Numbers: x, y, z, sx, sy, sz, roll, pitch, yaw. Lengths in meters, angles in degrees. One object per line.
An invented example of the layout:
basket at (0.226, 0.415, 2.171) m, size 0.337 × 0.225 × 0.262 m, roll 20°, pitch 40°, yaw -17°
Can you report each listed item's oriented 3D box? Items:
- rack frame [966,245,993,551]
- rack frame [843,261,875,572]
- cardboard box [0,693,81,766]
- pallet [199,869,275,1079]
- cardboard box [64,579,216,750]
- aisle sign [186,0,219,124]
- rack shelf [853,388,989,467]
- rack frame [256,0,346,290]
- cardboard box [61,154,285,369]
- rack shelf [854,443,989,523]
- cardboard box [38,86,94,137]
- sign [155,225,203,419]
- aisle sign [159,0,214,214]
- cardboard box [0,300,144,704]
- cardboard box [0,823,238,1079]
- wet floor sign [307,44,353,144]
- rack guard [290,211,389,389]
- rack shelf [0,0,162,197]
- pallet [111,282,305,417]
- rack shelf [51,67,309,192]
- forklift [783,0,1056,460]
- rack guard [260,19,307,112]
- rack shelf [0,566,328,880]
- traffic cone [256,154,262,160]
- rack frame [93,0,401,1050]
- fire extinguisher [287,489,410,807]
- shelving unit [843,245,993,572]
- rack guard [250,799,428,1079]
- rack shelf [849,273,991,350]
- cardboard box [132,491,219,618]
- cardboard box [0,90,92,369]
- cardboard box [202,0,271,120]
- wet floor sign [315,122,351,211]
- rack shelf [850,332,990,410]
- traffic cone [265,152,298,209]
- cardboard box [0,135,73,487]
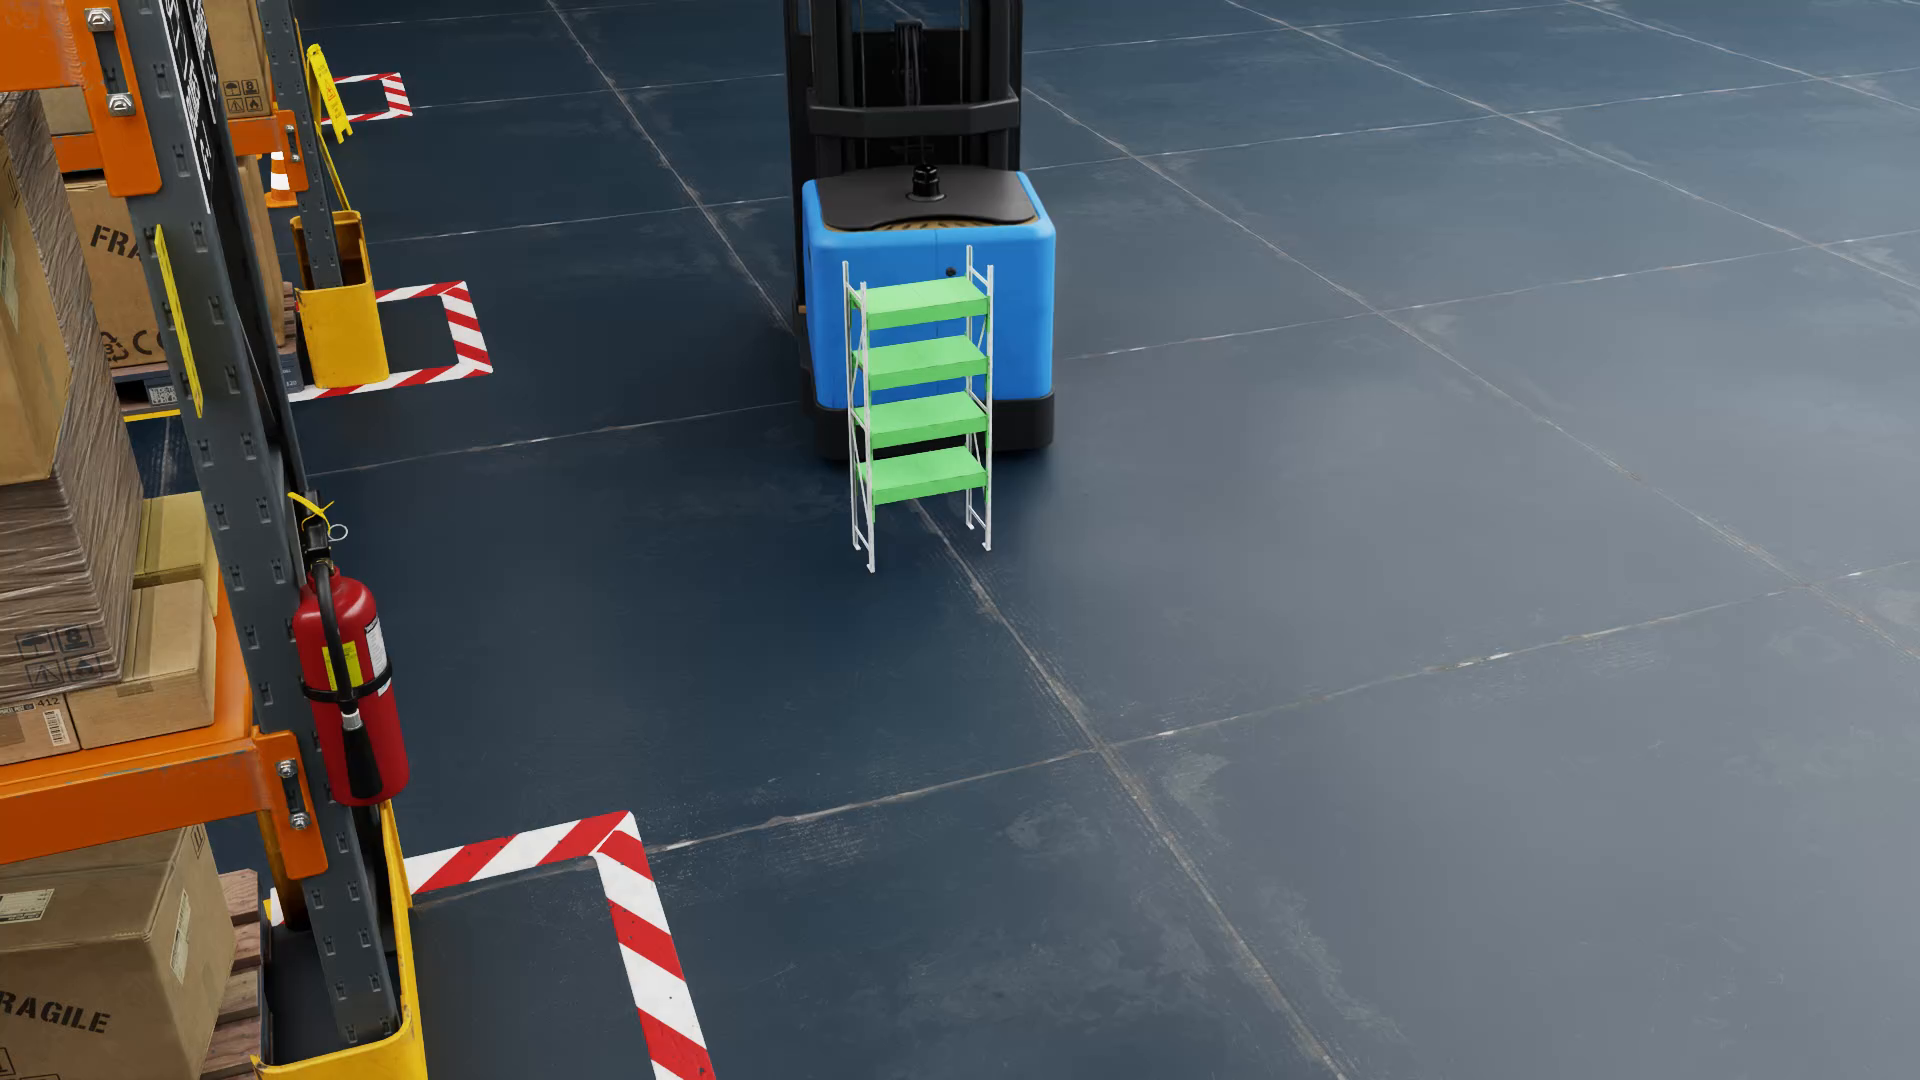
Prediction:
rack frame at (0.074, -0.535, 6.477) m, size 0.015 × 1.200 × 0.240 m, roll -10°, pitch 31°, yaw -18°
rack frame at (-0.384, -0.451, 6.329) m, size 0.015 × 1.200 × 0.240 m, roll -10°, pitch 31°, yaw -18°
cardboard box at (-1.962, 0.299, 3.449) m, size 0.250 × 0.149 × 0.380 m, roll -10°, pitch 31°, yaw -18°
pallet at (-2.378, 1.350, 4.167) m, size 1.213 × 0.211 × 1.003 m, roll -10°, pitch 31°, yaw -18°
cardboard box at (-1.728, 0.256, 3.525) m, size 0.250 × 0.149 × 0.380 m, roll -10°, pitch 31°, yaw -18°
aisle sign at (-1.579, -1.278, 3.336) m, size 0.004 × 0.787 × 0.394 m, roll -10°, pitch 31°, yaw -18°
rack shelf at (-0.155, -0.437, 6.434) m, size 0.480 × 0.148 × 0.258 m, roll -10°, pitch 31°, yaw -18°
rack frame at (-3.167, -2.317, 7.787) m, size 0.127 × 3.000 × 1.000 m, roll -10°, pitch 31°, yaw -18°
cardboard box at (-3.780, -1.428, 7.949) m, size 0.875 × 0.875 × 0.875 m, roll -10°, pitch 31°, yaw -17°
rack shelf at (-0.155, -0.229, 6.553) m, size 0.480 × 0.148 × 0.258 m, roll -10°, pitch 31°, yaw -18°
cardboard box at (-4.007, -2.192, 7.416) m, size 0.550 × 0.550 × 0.875 m, roll -10°, pitch 31°, yaw -18°
sign at (-1.358, -0.378, 2.894) m, size 0.005 × 0.325 × 0.100 m, roll -10°, pitch 31°, yaw -18°
aisle sign at (-1.370, -0.999, 2.848) m, size 0.004 × 0.787 × 0.394 m, roll -10°, pitch 31°, yaw -18°
cardboard box at (-2.058, -0.089, 3.474) m, size 0.500 × 0.500 × 0.875 m, roll -10°, pitch 31°, yaw -18°
cardboard box at (-2.124, 1.005, 4.056) m, size 0.500 × 0.500 × 0.500 m, roll -5°, pitch 30°, yaw -8°
wet floor sign at (-4.437, -3.109, 11.556) m, size 0.232 × 0.644 × 0.267 m, roll 0°, pitch 30°, yaw 0°
rack guard at (-3.145, -1.235, 8.413) m, size 0.348 × 0.500 × 1.175 m, roll -10°, pitch 31°, yaw -18°
rack shelf at (-3.407, -0.644, 2.546) m, size 4.000 × 0.370 × 1.077 m, roll -10°, pitch 31°, yaw -18°
pallet at (-3.890, -0.931, 8.171) m, size 1.213 × 0.211 × 1.003 m, roll -10°, pitch 31°, yaw -18°
rack shelf at (-5.042, -1.659, 7.359) m, size 4.000 × 0.370 × 1.077 m, roll -10°, pitch 31°, yaw -18°
forklift at (-0.290, -2.327, 7.873) m, size 1.130 × 2.935 × 3.031 m, roll -4°, pitch 30°, yaw -7°
rack guard at (-5.059, -3.497, 12.383) m, size 0.348 × 0.500 × 1.175 m, roll -10°, pitch 31°, yaw -18°
rack shelf at (-3.407, 0.660, 3.289) m, size 4.000 × 0.370 × 1.077 m, roll -10°, pitch 31°, yaw -18°
traffic cone at (-4.941, -2.821, 11.234) m, size 0.334 × 0.463 × 0.336 m, roll -10°, pitch 31°, yaw -18°
rack frame at (-1.533, 0.002, 3.717) m, size 0.127 × 3.000 × 1.000 m, roll -10°, pitch 31°, yaw -18°
fire extinguisher at (-1.265, 0.229, 3.395) m, size 0.183 × 0.674 × 0.296 m, roll -10°, pitch 31°, yaw -18°
shelving unit at (-0.155, -0.493, 6.403) m, size 0.503 × 1.200 × 0.258 m, roll -10°, pitch 31°, yaw -18°
rack guard at (-1.604, 1.101, 4.313) m, size 0.348 × 0.500 × 1.175 m, roll -10°, pitch 31°, yaw -18°
rack shelf at (-0.155, -0.854, 6.197) m, size 0.480 × 0.148 × 0.258 m, roll -10°, pitch 31°, yaw -18°
cardboard box at (-1.883, 0.049, 3.887) m, size 0.250 × 0.149 × 0.380 m, roll -10°, pitch 31°, yaw -18°
cardboard box at (-2.143, -0.637, 3.426) m, size 0.500 × 0.500 × 0.500 m, roll -10°, pitch 31°, yaw -18°
cardboard box at (-3.499, -2.297, 7.600) m, size 0.550 × 0.550 × 0.875 m, roll -10°, pitch 31°, yaw -18°
wet floor sign at (-3.831, -2.218, 9.991) m, size 0.232 × 0.644 × 0.267 m, roll -16°, pitch 33°, yaw -26°
rack shelf at (-0.155, -0.646, 6.316) m, size 0.480 × 0.148 × 0.258 m, roll -10°, pitch 31°, yaw -18°
traffic cone at (-4.236, -2.365, 10.433) m, size 0.334 × 0.463 × 0.336 m, roll -10°, pitch 31°, yaw -18°
cardboard box at (-1.962, -0.396, 3.003) m, size 0.500 × 0.500 × 0.500 m, roll -10°, pitch 31°, yaw -18°
